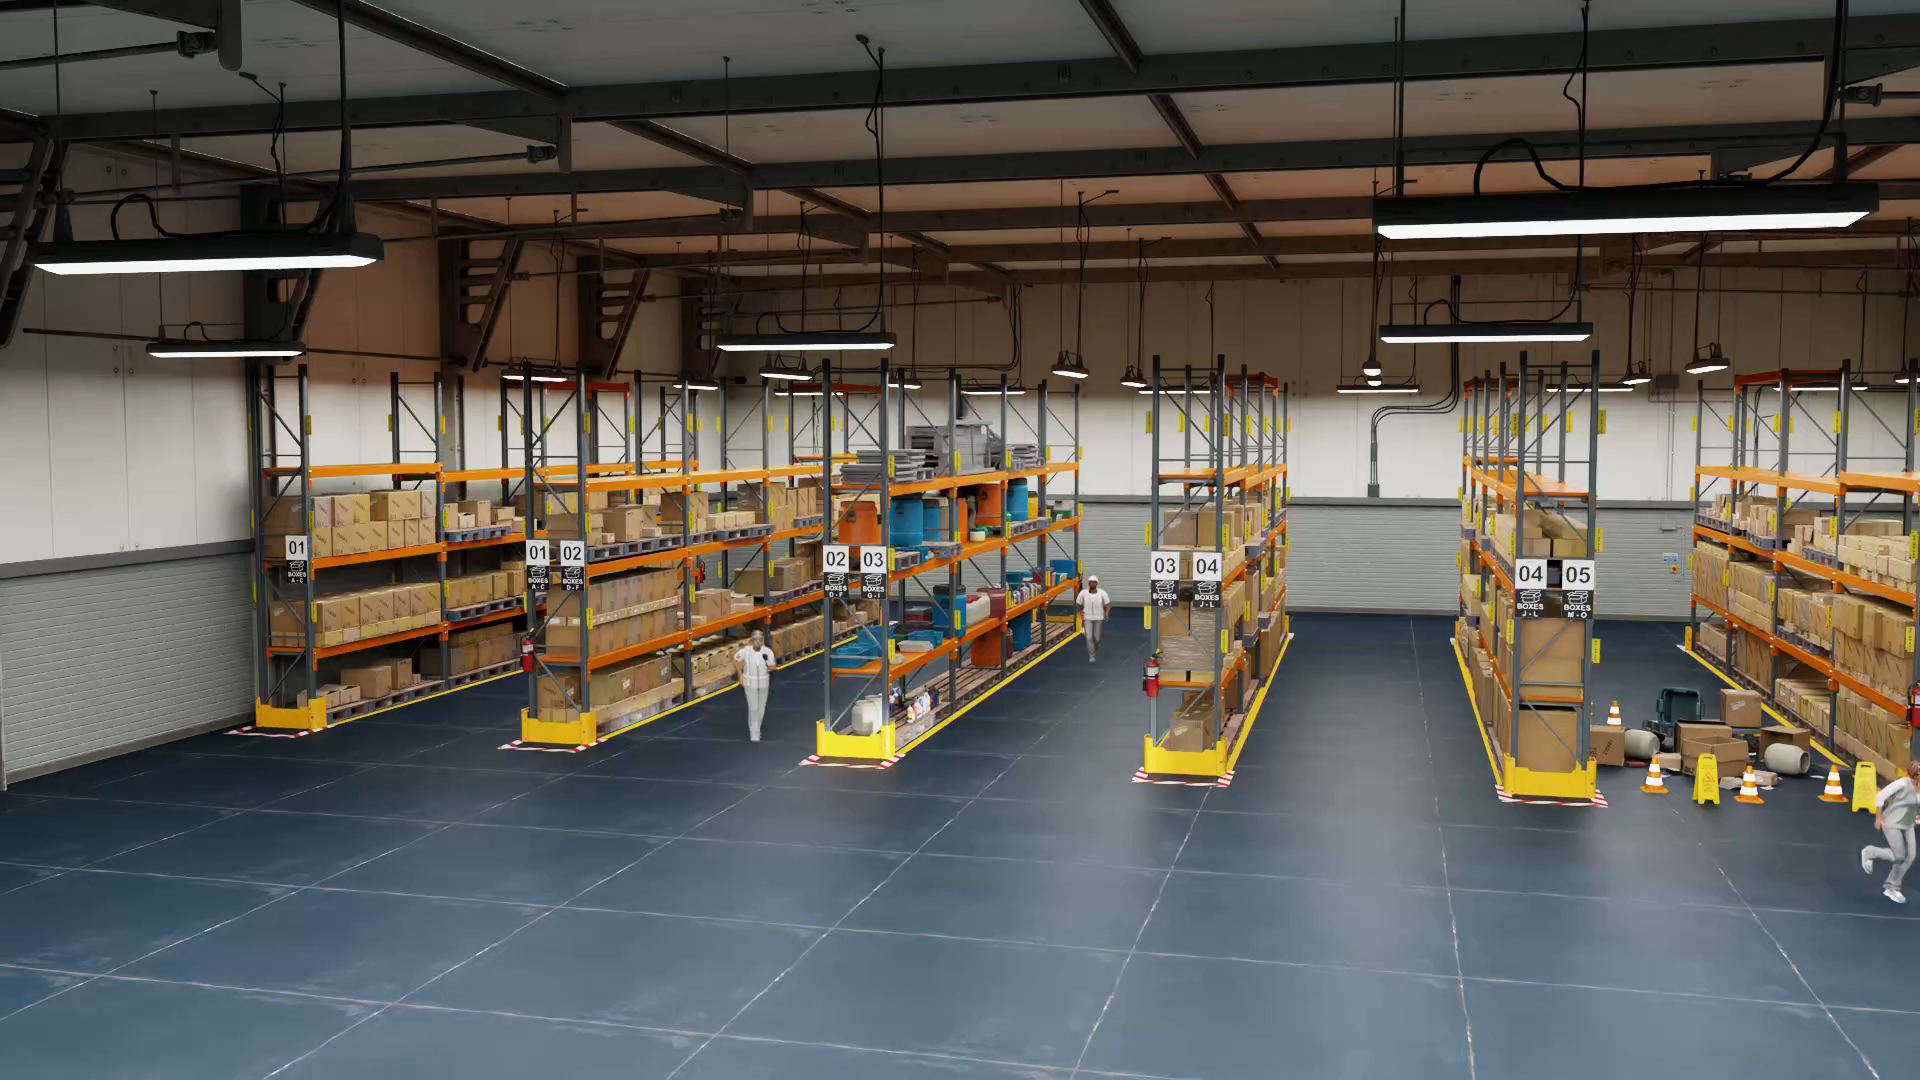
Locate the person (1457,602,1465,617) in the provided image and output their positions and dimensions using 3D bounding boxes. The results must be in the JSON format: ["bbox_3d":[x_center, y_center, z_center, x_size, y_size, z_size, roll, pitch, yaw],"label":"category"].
[{"bbox_3d":[12.142,1.429,39.347,0.756,1.777,0.682,-1,4,-14],"label":"person"}]

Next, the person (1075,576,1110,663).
[{"bbox_3d":[2.655,1.569,33.268,0.702,1.724,0.598,0,4,6],"label":"person"}]

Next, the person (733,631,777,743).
[{"bbox_3d":[-3.232,2.327,26.349,0.660,1.822,0.808,-1,4,-18],"label":"person"}]

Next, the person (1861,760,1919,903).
[{"bbox_3d":[9.917,3.045,17.636,0.533,1.538,0.720,-2,4,-25],"label":"person"}]
